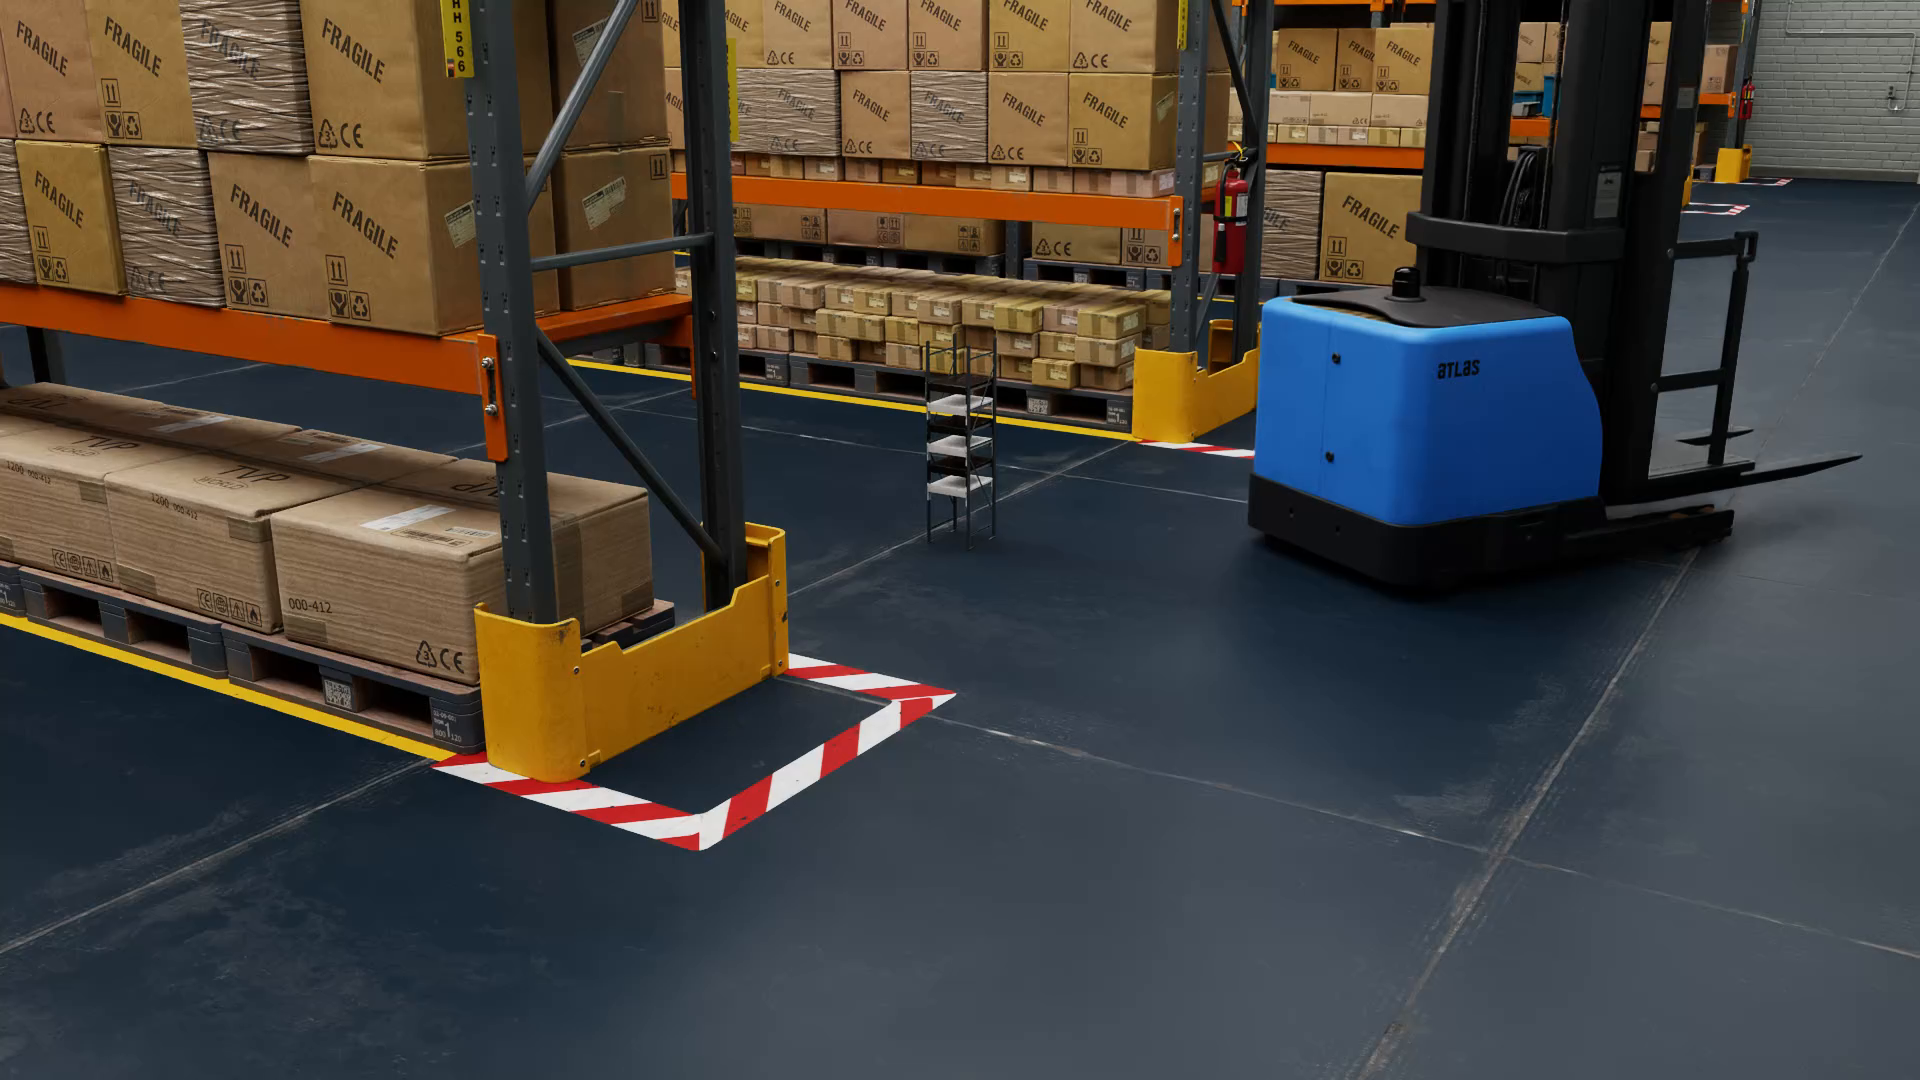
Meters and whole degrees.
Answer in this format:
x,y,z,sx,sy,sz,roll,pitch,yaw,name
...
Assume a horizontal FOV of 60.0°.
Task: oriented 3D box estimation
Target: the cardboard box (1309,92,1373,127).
x,y,z,sx,sy,sz,roll,pitch,yaw,name
3.150,-3.483,13.433,0.500,0.250,0.500,10,19,29,cardboard box

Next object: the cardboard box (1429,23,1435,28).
x,y,z,sx,sy,sz,roll,pitch,yaw,name
6.607,-6.695,22.369,0.500,0.500,0.500,9,19,28,cardboard box

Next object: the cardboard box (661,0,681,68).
x,y,z,sx,sy,sz,roll,pitch,yaw,name
-1.700,-3.262,10.556,0.500,0.500,0.500,11,20,31,cardboard box

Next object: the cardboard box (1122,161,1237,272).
x,y,z,sx,sy,sz,roll,pitch,yaw,name
2.012,-2.863,14.578,0.875,0.875,0.875,10,20,30,cardboard box

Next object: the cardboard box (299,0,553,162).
x,y,z,sx,sy,sz,roll,pitch,yaw,name
-1.588,-1.413,4.981,0.500,0.500,0.500,11,20,32,cardboard box

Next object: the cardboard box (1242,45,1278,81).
x,y,z,sx,sy,sz,roll,pitch,yaw,name
4.375,-6.891,24.011,0.500,0.500,0.700,5,18,16,cardboard box

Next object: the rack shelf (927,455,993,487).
x,y,z,sx,sy,sz,roll,pitch,yaw,name
0.007,-0.311,7.282,0.200,0.077,0.258,10,20,30,rack shelf

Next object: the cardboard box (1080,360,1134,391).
x,y,z,sx,sy,sz,roll,pitch,yaw,name
0.894,-0.979,9.627,0.250,0.149,0.380,11,20,31,cardboard box

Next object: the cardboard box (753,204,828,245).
x,y,z,sx,sy,sz,roll,pitch,yaw,name
-1.351,-3.481,16.612,0.875,0.875,1.225,10,20,30,cardboard box

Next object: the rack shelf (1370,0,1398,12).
x,y,z,sx,sy,sz,roll,pitch,yaw,name
4.208,-7.784,23.922,4.000,0.370,1.077,10,20,30,rack shelf

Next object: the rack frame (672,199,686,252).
x,y,z,sx,sy,sz,roll,pitch,yaw,name
-2.684,-4.544,17.180,0.127,3.000,1.000,10,20,30,rack frame

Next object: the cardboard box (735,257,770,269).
x,y,z,sx,sy,sz,roll,pitch,yaw,name
-1.517,-1.854,11.484,0.250,0.149,0.380,11,20,32,cardboard box

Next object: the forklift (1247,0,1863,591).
x,y,z,sx,sy,sz,roll,pitch,yaw,name
2.824,-1.481,7.215,3.031,2.935,1.130,-8,19,-26,forklift

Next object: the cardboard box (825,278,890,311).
x,y,z,sx,sy,sz,roll,pitch,yaw,name
-0.643,-1.544,10.461,0.250,0.149,0.380,9,19,28,cardboard box

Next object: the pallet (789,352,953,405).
x,y,z,sx,sy,sz,roll,pitch,yaw,name
-0.322,-1.110,10.671,1.213,0.211,1.003,10,20,30,pallet

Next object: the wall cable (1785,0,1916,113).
x,y,z,sx,sy,sz,roll,pitch,yaw,name
13.496,-7.533,25.272,1.851,1.984,0.084,10,20,30,wall cable

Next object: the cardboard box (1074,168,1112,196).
x,y,z,sx,sy,sz,roll,pitch,yaw,name
0.834,-2.021,9.305,0.250,0.149,0.380,10,20,30,cardboard box

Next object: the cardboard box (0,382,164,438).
x,y,z,sx,sy,sz,roll,pitch,yaw,name
-3.983,-0.334,7.006,0.875,0.438,0.875,10,19,29,cardboard box

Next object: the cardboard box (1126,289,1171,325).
x,y,z,sx,sy,sz,roll,pitch,yaw,name
1.183,-1.400,9.987,0.250,0.149,0.380,9,19,28,cardboard box

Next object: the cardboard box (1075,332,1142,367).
x,y,z,sx,sy,sz,roll,pitch,yaw,name
0.852,-1.103,9.522,0.250,0.149,0.380,10,19,29,cardboard box

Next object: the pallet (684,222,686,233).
x,y,z,sx,sy,sz,roll,pitch,yaw,name
-3.349,-3.329,17.978,1.213,0.211,1.003,10,20,30,pallet

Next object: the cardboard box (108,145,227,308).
x,y,z,sx,sy,sz,roll,pitch,yaw,name
-2.466,-1.084,5.618,0.500,0.500,0.500,11,20,32,cardboard box

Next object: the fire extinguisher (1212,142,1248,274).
x,y,z,sx,sy,sz,roll,pitch,yaw,name
1.425,-1.746,8.743,0.183,0.674,0.296,10,20,30,fire extinguisher

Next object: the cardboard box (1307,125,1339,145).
x,y,z,sx,sy,sz,roll,pitch,yaw,name
3.009,-3.296,13.502,0.250,0.149,0.380,11,20,31,cardboard box

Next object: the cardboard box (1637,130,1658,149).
x,y,z,sx,sy,sz,roll,pitch,yaw,name
10.835,-6.170,26.111,0.500,0.500,0.700,10,20,30,cardboard box

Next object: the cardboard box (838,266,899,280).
x,y,z,sx,sy,sz,roll,pitch,yaw,name
-0.604,-1.712,11.016,0.250,0.149,0.380,9,19,27,cardboard box

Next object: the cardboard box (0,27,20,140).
x,y,z,sx,sy,sz,roll,pitch,yaw,name
-3.325,-1.716,5.977,0.500,0.500,0.500,11,20,31,cardboard box

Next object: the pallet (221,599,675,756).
x,y,z,sx,sy,sz,roll,pitch,yaw,name
-1.775,0.359,5.836,1.213,0.211,1.003,10,20,30,pallet

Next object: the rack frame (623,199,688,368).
x,y,z,sx,sy,sz,roll,pitch,yaw,name
-1.957,-2.723,11.183,0.127,3.000,1.000,10,20,30,rack frame

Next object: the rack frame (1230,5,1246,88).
x,y,z,sx,sy,sz,roll,pitch,yaw,name
3.317,-5.162,19.215,0.127,3.000,1.000,10,20,30,rack frame

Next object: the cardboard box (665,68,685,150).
x,y,z,sx,sy,sz,roll,pitch,yaw,name
-1.667,-2.775,10.672,0.500,0.500,0.500,10,19,29,cardboard box

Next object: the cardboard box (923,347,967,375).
x,y,z,sx,sy,sz,roll,pitch,yaw,name
-0.026,-1.113,10.066,0.250,0.149,0.380,9,19,28,cardboard box

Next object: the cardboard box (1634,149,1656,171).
x,y,z,sx,sy,sz,roll,pitch,yaw,name
8.729,-4.816,21.620,0.500,0.500,0.500,10,20,30,cardboard box

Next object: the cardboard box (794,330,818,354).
x,y,z,sx,sy,sz,roll,pitch,yaw,name
-0.859,-1.301,10.684,0.250,0.149,0.380,9,19,28,cardboard box

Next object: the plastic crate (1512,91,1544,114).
x,y,z,sx,sy,sz,roll,pitch,yaw,name
6.126,-4.722,17.949,0.300,0.233,0.416,10,20,30,plastic crate

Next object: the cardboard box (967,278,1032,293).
x,y,z,sx,sy,sz,roll,pitch,yaw,name
0.251,-1.543,10.460,0.250,0.149,0.380,11,20,32,cardboard box

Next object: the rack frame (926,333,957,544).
x,y,z,sx,sy,sz,roll,pitch,yaw,name
-0.080,-0.445,7.297,0.006,0.900,0.240,10,20,30,rack frame

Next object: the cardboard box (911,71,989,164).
x,y,z,sx,sy,sz,roll,pitch,yaw,name
0.061,-2.463,9.646,0.500,0.500,0.500,10,20,30,cardboard box

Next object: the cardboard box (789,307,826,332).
x,y,z,sx,sy,sz,roll,pitch,yaw,name
-0.876,-1.434,10.610,0.250,0.149,0.380,11,20,33,cardboard box

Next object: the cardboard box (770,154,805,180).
x,y,z,sx,sy,sz,roll,pitch,yaw,name
-0.964,-2.332,10.331,0.250,0.149,0.380,11,20,31,cardboard box

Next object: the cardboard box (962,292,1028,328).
x,y,z,sx,sy,sz,roll,pitch,yaw,name
0.209,-1.369,9.886,0.250,0.149,0.380,9,19,28,cardboard box

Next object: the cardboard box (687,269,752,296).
x,y,z,sx,sy,sz,roll,pitch,yaw,name
-1.568,-1.684,10.923,0.250,0.149,0.380,11,20,33,cardboard box

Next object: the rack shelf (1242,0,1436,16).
x,y,z,sx,sy,sz,roll,pitch,yaw,name
6.798,-9.011,27.963,4.000,0.370,1.077,10,20,30,rack shelf

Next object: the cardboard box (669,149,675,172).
x,y,z,sx,sy,sz,roll,pitch,yaw,name
-1.887,-2.478,10.811,0.250,0.149,0.380,11,20,32,cardboard box

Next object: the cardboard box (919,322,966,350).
x,y,z,sx,sy,sz,roll,pitch,yaw,name
-0.039,-1.257,10.030,0.250,0.149,0.380,10,20,31,cardboard box

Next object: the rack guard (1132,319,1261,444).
x,y,z,sx,sy,sz,roll,pitch,yaw,name
1.387,-0.930,9.582,0.348,0.500,1.175,10,20,30,rack guard

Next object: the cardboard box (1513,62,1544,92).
x,y,z,sx,sy,sz,roll,pitch,yaw,name
7.501,-6.061,22.000,0.500,0.500,0.500,10,19,29,cardboard box

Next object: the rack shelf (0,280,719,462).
x,y,z,sx,sy,sz,roll,pitch,yaw,name
-2.757,-0.833,6.200,4.000,0.370,1.077,10,20,30,rack shelf

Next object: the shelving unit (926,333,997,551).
x,y,z,sx,sy,sz,roll,pitch,yaw,name
0.007,-0.429,7.246,0.210,0.900,0.258,10,20,30,shelving unit

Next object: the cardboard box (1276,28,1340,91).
x,y,z,sx,sy,sz,roll,pitch,yaw,name
2.995,-4.050,14.009,0.500,0.500,0.500,10,19,29,cardboard box

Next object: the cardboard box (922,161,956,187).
x,y,z,sx,sy,sz,roll,pitch,yaw,name
-0.026,-2.191,9.867,0.250,0.149,0.380,9,19,28,cardboard box

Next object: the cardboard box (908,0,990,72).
x,y,z,sx,sy,sz,roll,pitch,yaw,name
0.052,-2.945,9.510,0.500,0.500,0.500,11,20,33,cardboard box

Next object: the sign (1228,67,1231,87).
x,y,z,sx,sy,sz,roll,pitch,yaw,name
3.028,-5.159,18.727,0.005,0.325,0.100,10,20,30,sign
